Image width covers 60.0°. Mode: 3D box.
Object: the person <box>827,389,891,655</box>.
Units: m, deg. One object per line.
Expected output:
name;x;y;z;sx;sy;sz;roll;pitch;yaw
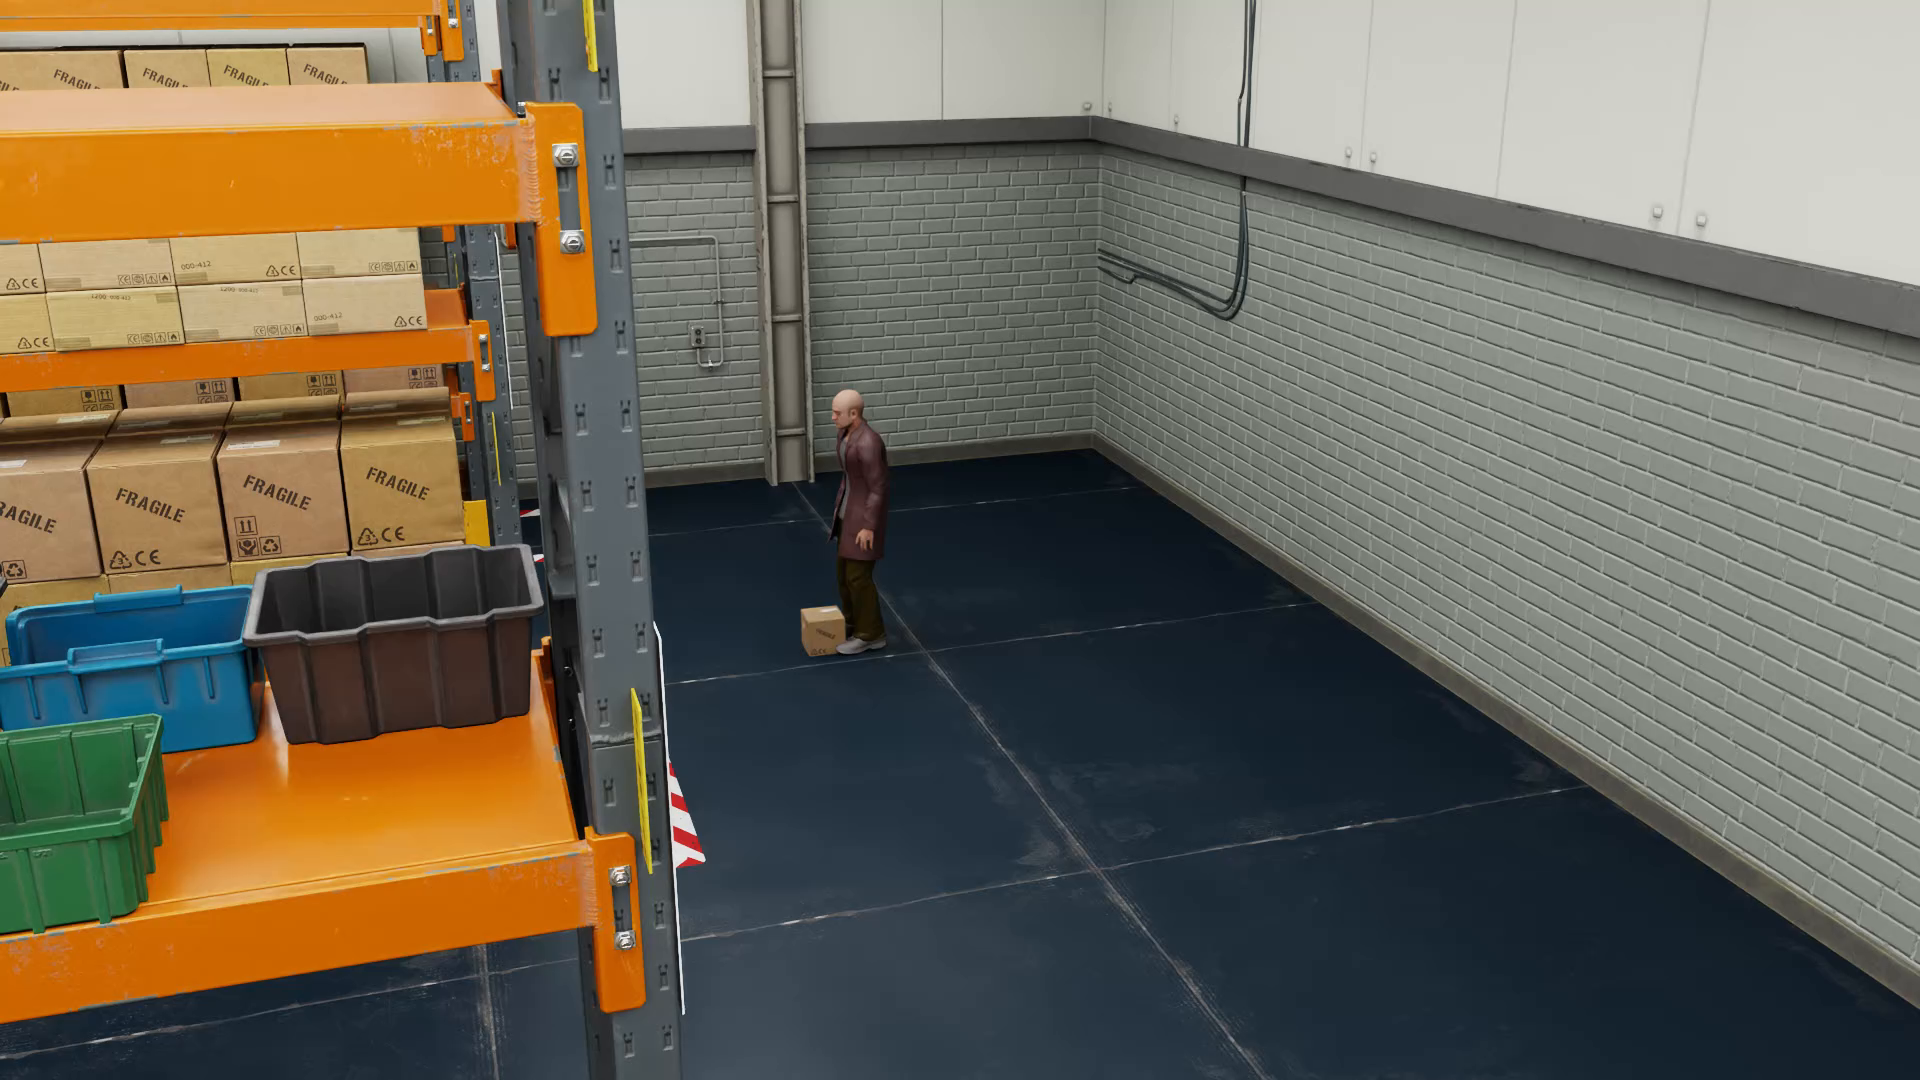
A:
person;-0.681;-0.138;10.993;0.428;1.772;0.640;-7;20;-20
